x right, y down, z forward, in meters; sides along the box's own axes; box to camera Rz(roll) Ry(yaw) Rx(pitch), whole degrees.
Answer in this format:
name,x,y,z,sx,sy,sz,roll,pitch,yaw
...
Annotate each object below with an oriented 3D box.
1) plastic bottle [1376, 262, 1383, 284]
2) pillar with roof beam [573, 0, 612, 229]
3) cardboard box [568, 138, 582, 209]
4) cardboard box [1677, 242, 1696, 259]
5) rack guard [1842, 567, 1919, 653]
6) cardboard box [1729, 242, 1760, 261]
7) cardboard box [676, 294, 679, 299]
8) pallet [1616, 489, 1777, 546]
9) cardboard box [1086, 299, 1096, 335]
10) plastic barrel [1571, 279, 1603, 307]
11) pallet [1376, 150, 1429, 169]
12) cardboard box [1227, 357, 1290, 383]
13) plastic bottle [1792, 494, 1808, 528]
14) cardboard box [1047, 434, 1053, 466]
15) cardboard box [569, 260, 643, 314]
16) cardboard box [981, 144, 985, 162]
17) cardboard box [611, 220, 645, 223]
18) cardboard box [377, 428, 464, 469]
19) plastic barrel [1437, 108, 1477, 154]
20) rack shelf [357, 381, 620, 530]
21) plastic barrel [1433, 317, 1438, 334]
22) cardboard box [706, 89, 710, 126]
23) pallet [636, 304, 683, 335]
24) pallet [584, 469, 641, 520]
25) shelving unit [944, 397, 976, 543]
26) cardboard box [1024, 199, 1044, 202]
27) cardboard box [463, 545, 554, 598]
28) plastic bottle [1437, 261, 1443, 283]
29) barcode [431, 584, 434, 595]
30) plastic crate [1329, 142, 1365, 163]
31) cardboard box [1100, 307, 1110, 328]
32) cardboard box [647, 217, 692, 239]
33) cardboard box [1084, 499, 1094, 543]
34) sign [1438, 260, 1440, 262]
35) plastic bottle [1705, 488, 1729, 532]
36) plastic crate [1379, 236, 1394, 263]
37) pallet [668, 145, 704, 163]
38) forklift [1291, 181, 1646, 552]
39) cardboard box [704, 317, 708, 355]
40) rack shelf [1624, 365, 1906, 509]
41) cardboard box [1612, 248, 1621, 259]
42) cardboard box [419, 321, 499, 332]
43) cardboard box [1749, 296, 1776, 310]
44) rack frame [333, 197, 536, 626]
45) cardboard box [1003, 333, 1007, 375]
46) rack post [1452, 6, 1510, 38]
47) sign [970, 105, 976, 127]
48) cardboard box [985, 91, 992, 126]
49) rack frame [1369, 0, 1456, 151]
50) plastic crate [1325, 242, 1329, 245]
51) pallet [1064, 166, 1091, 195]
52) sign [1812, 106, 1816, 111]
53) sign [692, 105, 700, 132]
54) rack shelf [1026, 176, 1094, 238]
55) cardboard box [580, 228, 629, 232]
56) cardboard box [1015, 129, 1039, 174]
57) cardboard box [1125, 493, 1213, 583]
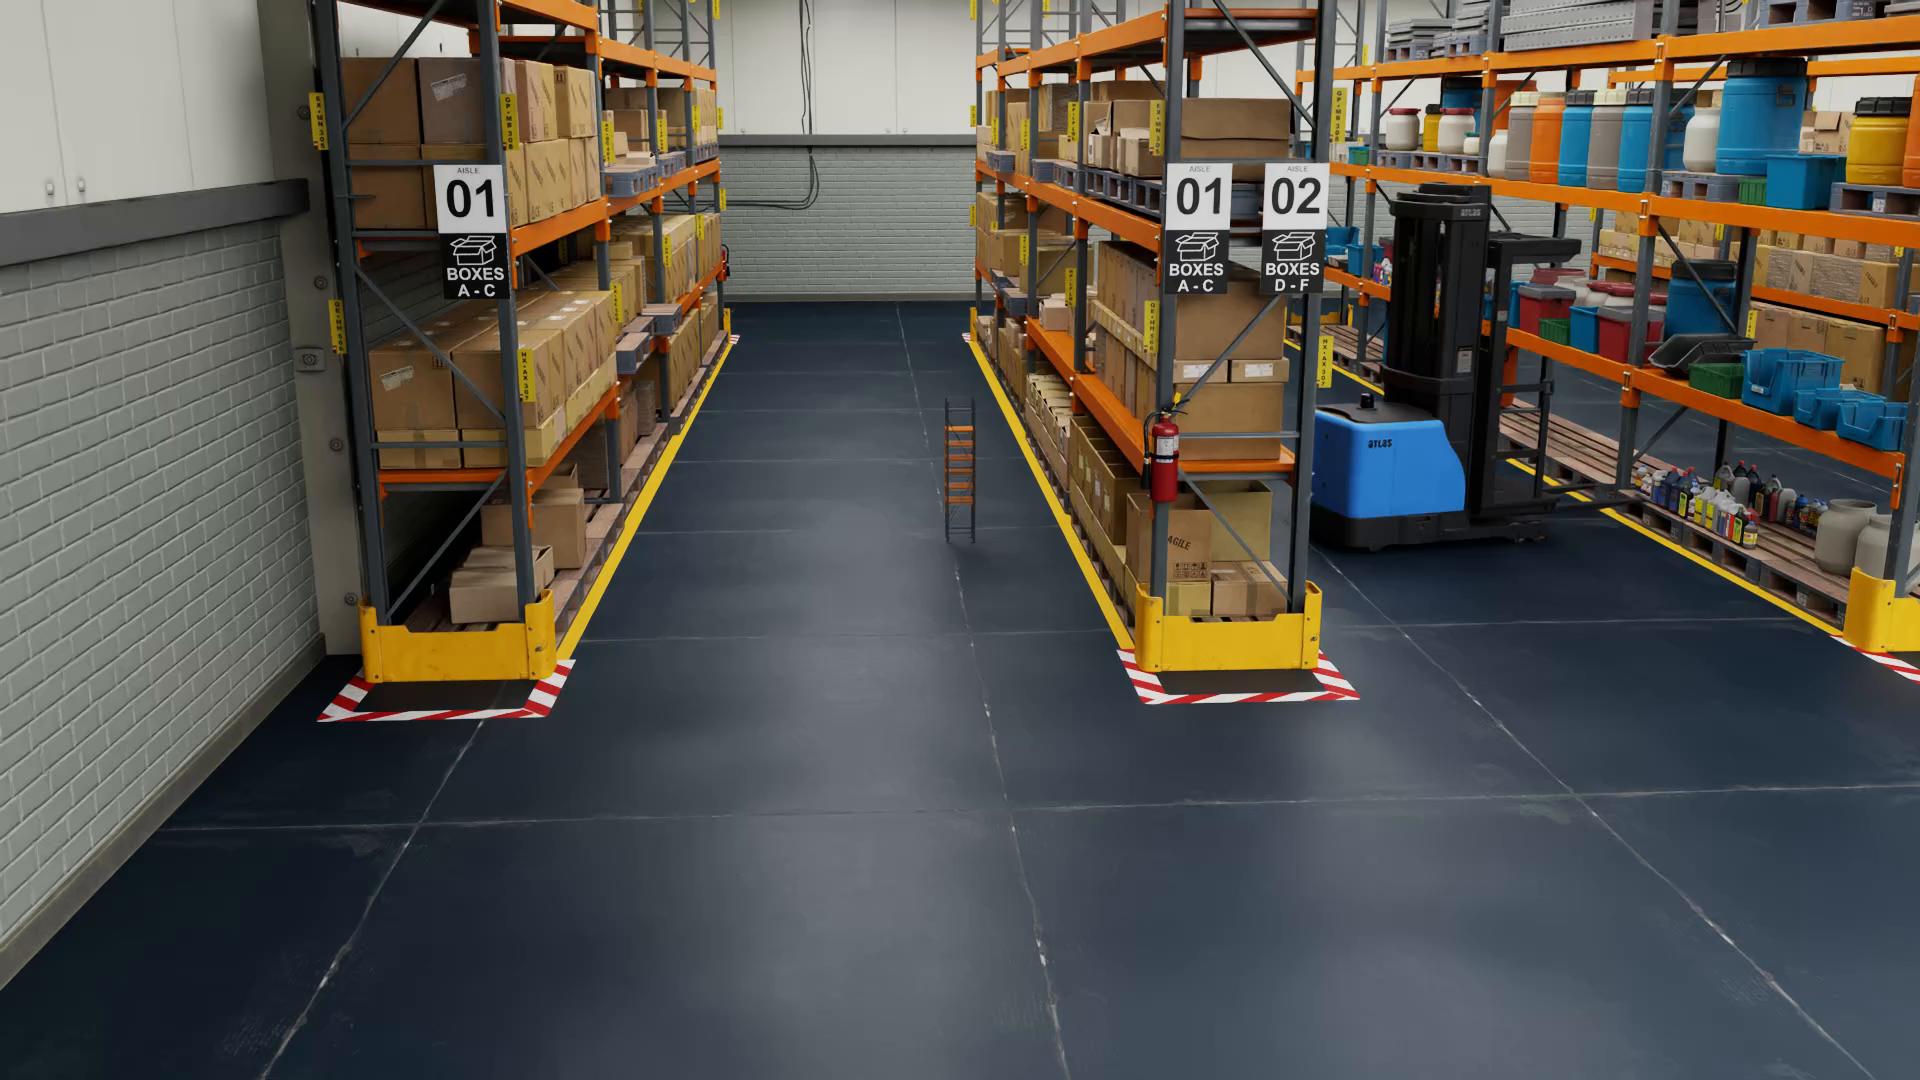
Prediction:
name,x,y,z,sx,sy,sz,roll,pitch,yaw
plastic bottle,5.547,-3.531,21.964,0.061,0.283,0.133,-1,14,-3
pillar with roof beam,-0.556,-6.698,21.999,9.100,9.000,0.400,-1,14,-3
cardboard box,-3.082,-2.702,12.246,0.500,0.500,0.500,-1,15,-6
cardboard box,10.562,-4.101,23.648,0.500,0.250,0.500,0,14,-2
rack guard,6.634,0.458,11.241,1.175,0.500,0.348,-1,14,-3
cardboard box,10.664,-3.725,22.283,0.500,0.500,0.500,-1,14,-3
cardboard box,-3.603,-2.991,20.095,0.380,0.149,0.250,0,14,-2
pallet,6.438,-0.211,14.421,1.003,0.211,1.213,-1,14,-3
cardboard box,1.430,-2.024,15.672,0.500,0.500,0.500,0,14,1
plastic barrel,6.493,-2.420,17.189,0.421,0.512,0.421,0,14,0
pallet,6.088,-4.886,21.356,1.213,0.211,1.003,-1,14,-3
cardboard box,1.932,-1.122,10.864,0.380,0.149,0.250,-1,14,-4
plastic bottle,6.844,-0.242,13.539,0.097,0.271,0.097,0,14,0
cardboard box,1.117,-0.877,16.089,0.500,0.250,0.500,-1,14,-2
cardboard box,-3.598,-2.577,16.938,0.700,0.500,0.500,-2,15,-9
cardboard box,0.579,-5.637,24.197,0.500,0.250,0.500,-1,14,-3
cardboard box,-4.102,-3.758,20.268,0.500,0.250,0.500,-1,14,-5
cardboard box,-3.425,-0.631,10.721,0.500,0.250,0.500,-1,14,-3
plastic barrel,5.929,-4.884,19.853,0.433,0.535,0.433,0,14,0
rack shelf,-3.327,-0.730,12.287,1.077,0.370,4.000,-1,14,-3
plastic barrel,6.002,-2.594,21.456,0.600,0.901,0.708,-1,14,-3
cardboard box,-3.815,-6.123,23.538,0.500,0.500,0.500,-2,15,-6
pallet,-3.548,-2.302,17.339,1.213,0.211,1.003,-1,14,-3
pallet,-3.500,-0.419,15.231,1.003,0.211,1.213,-1,14,-3
shelving unit,0.001,-0.577,13.863,0.258,1.200,0.189,-1,14,-3
cardboard box,1.186,-4.553,23.495,0.500,0.500,0.500,-1,14,-5
cardboard box,-3.191,0.193,11.770,0.500,0.311,0.500,0,14,1
plastic bottle,6.193,-3.423,21.408,0.144,0.351,0.185,-1,14,-3
barcode,-3.556,0.332,11.211,0.001,0.075,0.075,-1,14,-3
plastic crate,5.523,-5.552,23.805,0.437,0.282,0.530,-1,14,-3
cardboard box,1.350,-1.819,13.575,0.380,0.149,0.250,-1,14,-5
cardboard box,-3.640,-3.891,20.787,0.500,0.250,0.500,-1,14,-2
cardboard box,1.271,-0.156,13.288,0.500,0.250,0.500,-1,14,-3
sign,6.491,-3.860,22.455,0.100,0.325,0.005,-1,14,-3
plastic bottle,6.123,-0.253,13.422,0.144,0.351,0.185,0,14,-1
plastic crate,6.137,-4.004,23.321,0.402,0.464,0.583,-1,14,-3
pallet,-3.986,-5.179,22.292,1.003,0.211,1.213,-1,14,-3
forklift,4.440,-1.520,14.052,3.031,2.935,1.130,-5,15,-17
cardboard box,-3.918,-2.871,23.338,0.700,0.500,0.500,-1,14,-4
rack shelf,6.561,-0.883,12.882,1.077,0.370,4.000,-1,14,-3
cardboard box,10.364,-4.447,25.795,0.380,0.149,0.250,-1,14,-5
cardboard box,-3.502,-1.249,11.617,0.500,0.500,0.500,-1,14,-5
cardboard box,10.945,-2.810,22.350,1.225,0.875,0.875,-1,14,-3
rack frame,-3.203,-0.581,10.265,1.000,3.000,0.127,-1,14,-3
cardboard box,0.829,-2.389,21.424,0.500,0.500,0.500,-1,14,-3
rack post,6.104,-5.772,18.552,0.954,0.300,0.937,-1,14,-3
sign,0.208,-6.505,25.516,0.100,0.325,0.005,-1,14,-3
cardboard box,0.745,-6.370,24.536,0.700,0.500,0.500,-1,14,-3
rack frame,5.942,-6.624,21.711,1.000,3.000,0.127,-1,14,-3
plastic crate,5.422,-4.431,25.443,0.416,0.233,0.300,-1,14,-3
pallet,1.426,-3.232,14.934,0.805,0.209,1.217,-1,15,-6
sign,11.426,-5.661,22.320,0.100,0.325,0.005,-1,14,-3
sign,-3.405,-5.432,21.428,0.100,0.325,0.005,-1,14,-3
rack shelf,1.370,-3.255,16.081,1.077,0.370,4.000,-1,14,-3
cardboard box,-4.014,-3.374,18.776,0.500,0.250,0.500,-1,14,-5
cardboard box,1.121,-4.513,19.327,0.910,0.500,0.500,-1,14,-3
cardboard box,1.411,-0.022,11.263,0.500,0.500,0.500,-1,14,-3
